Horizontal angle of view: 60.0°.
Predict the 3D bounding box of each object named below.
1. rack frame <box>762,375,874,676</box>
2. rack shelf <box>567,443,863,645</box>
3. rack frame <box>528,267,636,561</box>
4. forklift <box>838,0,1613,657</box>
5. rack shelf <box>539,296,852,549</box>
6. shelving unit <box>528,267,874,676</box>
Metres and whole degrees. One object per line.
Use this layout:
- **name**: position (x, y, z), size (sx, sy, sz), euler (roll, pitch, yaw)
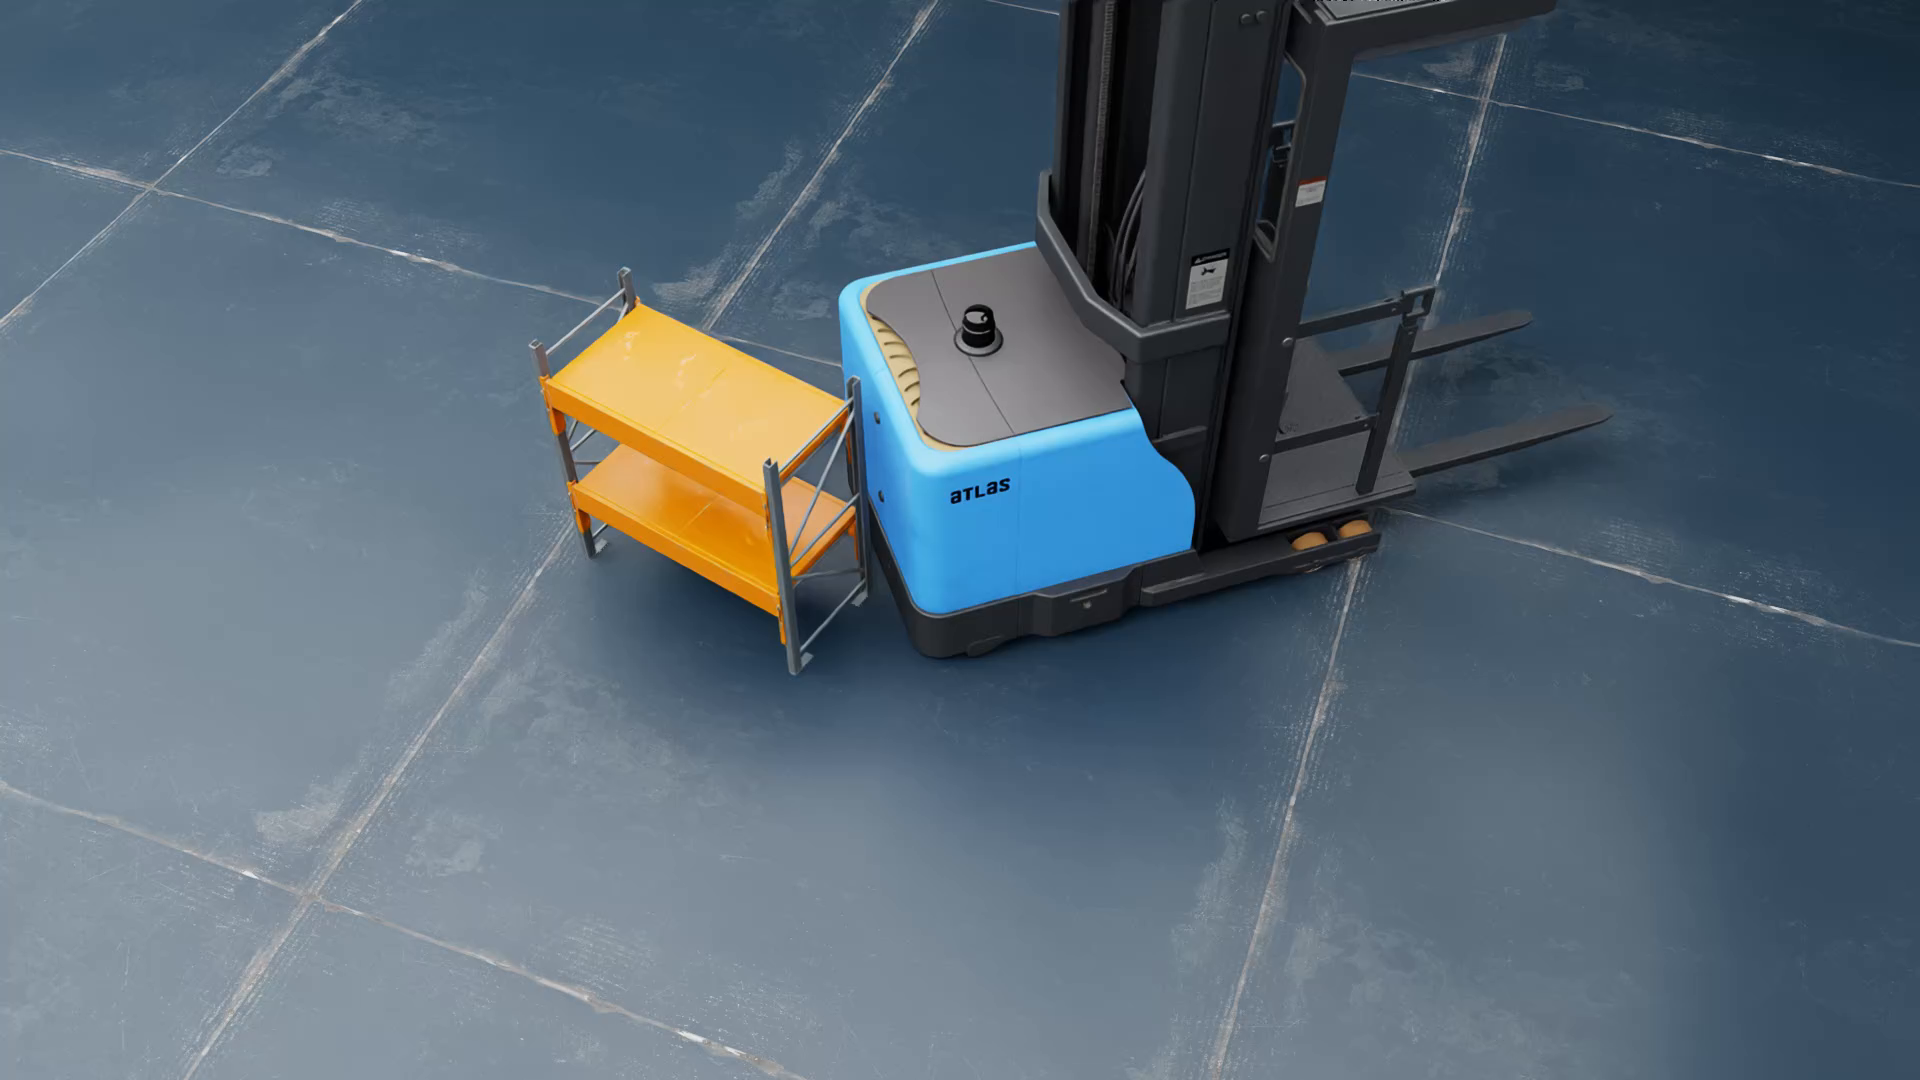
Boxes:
- **rack frame**: position (-0.485, -0.026, 5.894), size (0.032, 1.125, 0.500), euler (27, 54, 21)
- **rack shelf**: position (-0.909, -0.078, 6.263), size (1.000, 0.278, 0.538), euler (27, 54, 21)
- **rack frame**: position (-1.332, -0.451, 6.263), size (0.032, 1.125, 0.500), euler (27, 54, 21)
- **forklift**: position (1.121, -1.199, 5.716), size (3.031, 2.935, 1.130), euler (-14, 51, -12)
- **rack shelf**: position (-0.909, -0.430, 5.857), size (1.000, 0.278, 0.538), euler (27, 54, 21)
- **shelving unit**: position (-0.909, -0.238, 6.079), size (1.048, 1.125, 0.538), euler (27, 54, 21)
